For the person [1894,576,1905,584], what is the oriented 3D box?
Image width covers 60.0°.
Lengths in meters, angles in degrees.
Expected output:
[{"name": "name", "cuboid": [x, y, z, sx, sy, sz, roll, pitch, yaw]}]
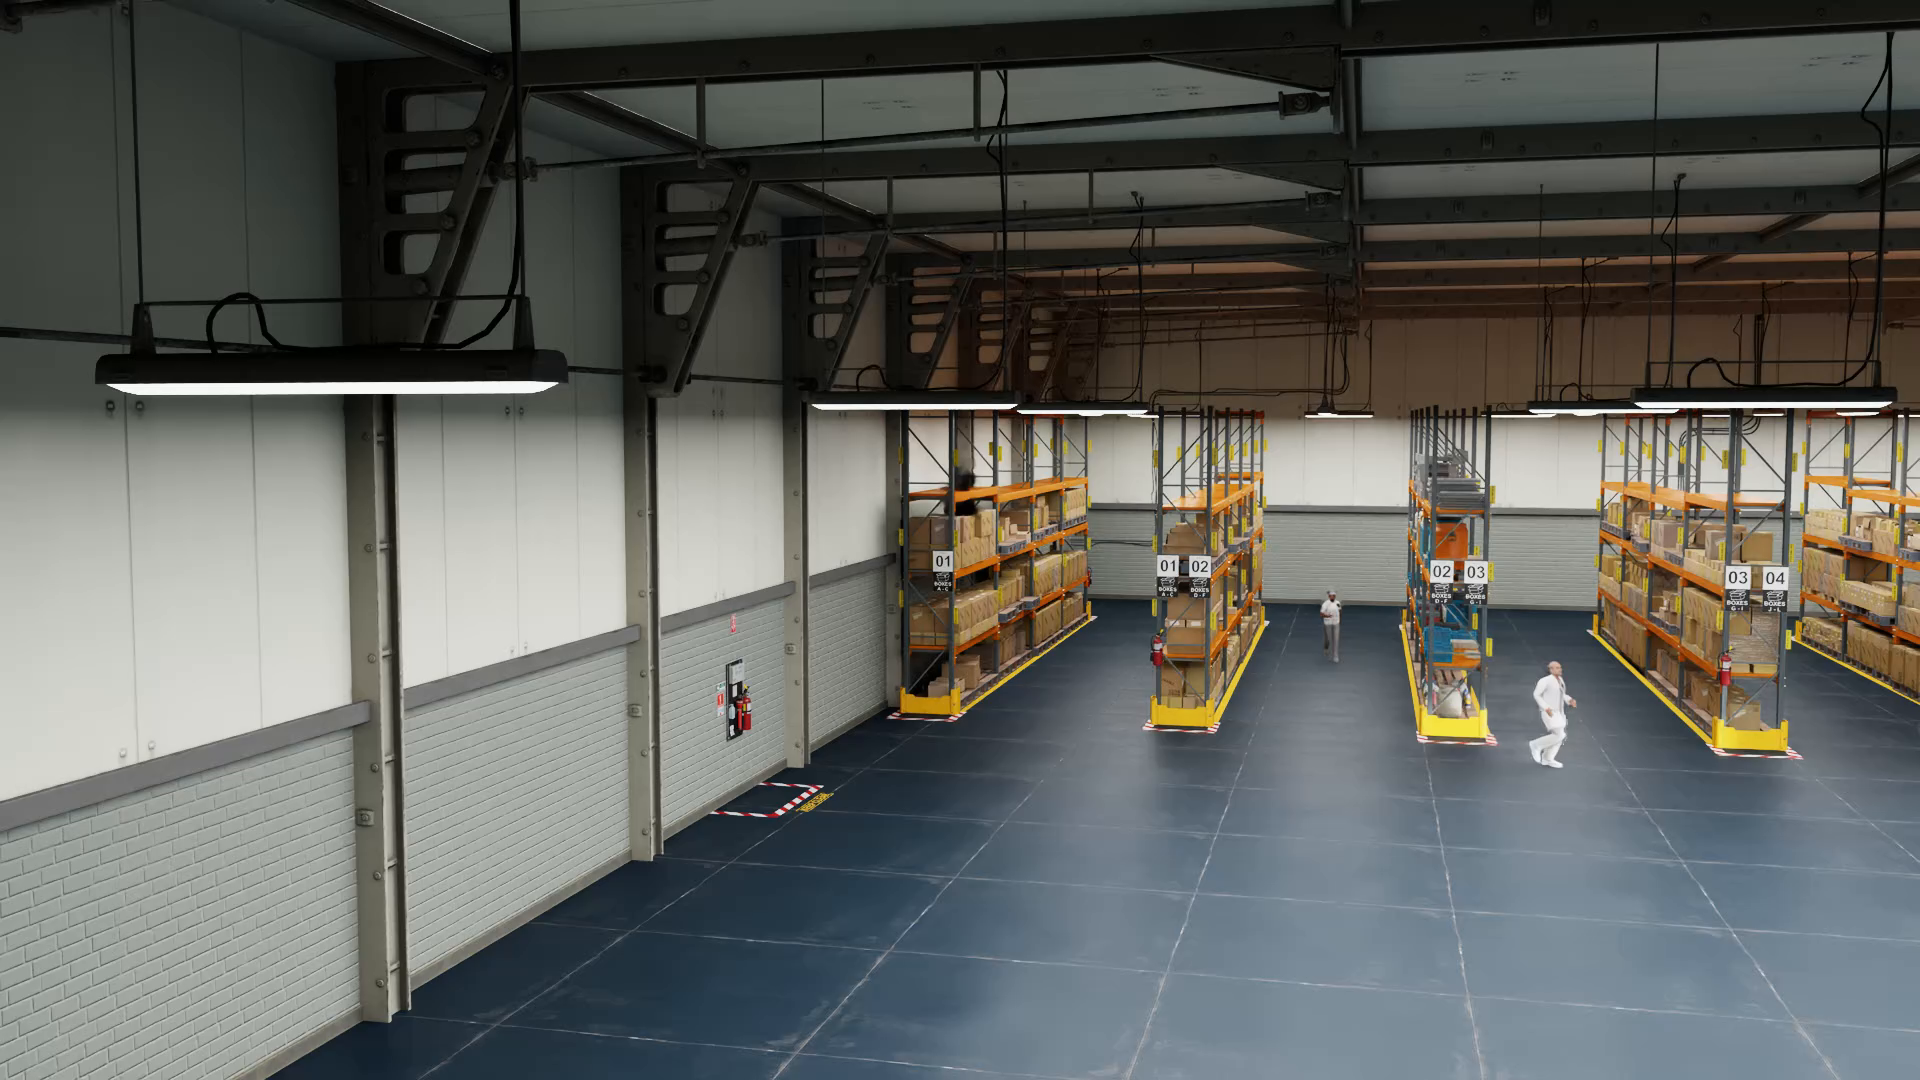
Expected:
[{"name": "person", "cuboid": [23.969, 1.820, 42.480, 0.701, 1.771, 0.762, 1, 4, 7]}]

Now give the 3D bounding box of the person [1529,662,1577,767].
[{"name": "person", "cuboid": [9.841, 2.848, 27.555, 0.699, 1.685, 0.670, -4, 6, -43]}]

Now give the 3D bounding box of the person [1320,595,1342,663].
[{"name": "person", "cuboid": [8.859, 2.039, 39.633, 0.579, 1.657, 0.924, 0, 4, 0]}]
